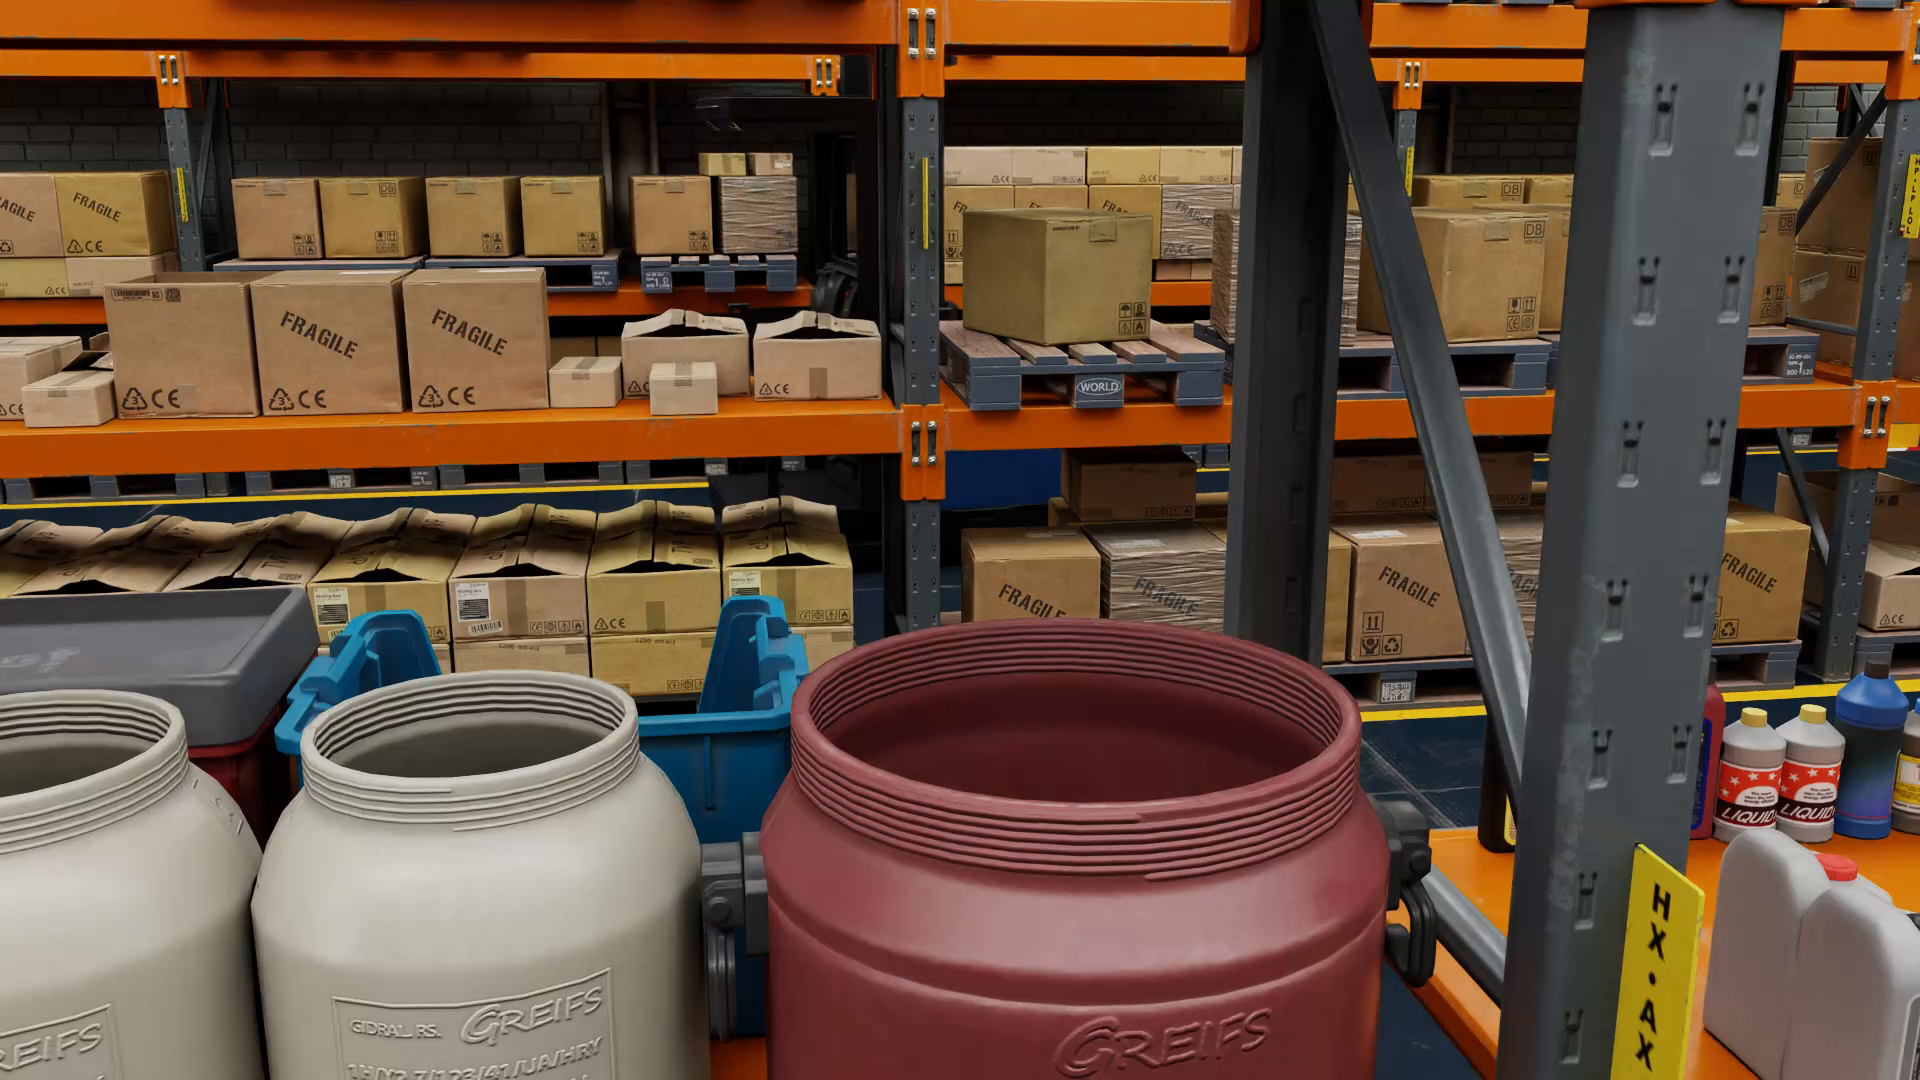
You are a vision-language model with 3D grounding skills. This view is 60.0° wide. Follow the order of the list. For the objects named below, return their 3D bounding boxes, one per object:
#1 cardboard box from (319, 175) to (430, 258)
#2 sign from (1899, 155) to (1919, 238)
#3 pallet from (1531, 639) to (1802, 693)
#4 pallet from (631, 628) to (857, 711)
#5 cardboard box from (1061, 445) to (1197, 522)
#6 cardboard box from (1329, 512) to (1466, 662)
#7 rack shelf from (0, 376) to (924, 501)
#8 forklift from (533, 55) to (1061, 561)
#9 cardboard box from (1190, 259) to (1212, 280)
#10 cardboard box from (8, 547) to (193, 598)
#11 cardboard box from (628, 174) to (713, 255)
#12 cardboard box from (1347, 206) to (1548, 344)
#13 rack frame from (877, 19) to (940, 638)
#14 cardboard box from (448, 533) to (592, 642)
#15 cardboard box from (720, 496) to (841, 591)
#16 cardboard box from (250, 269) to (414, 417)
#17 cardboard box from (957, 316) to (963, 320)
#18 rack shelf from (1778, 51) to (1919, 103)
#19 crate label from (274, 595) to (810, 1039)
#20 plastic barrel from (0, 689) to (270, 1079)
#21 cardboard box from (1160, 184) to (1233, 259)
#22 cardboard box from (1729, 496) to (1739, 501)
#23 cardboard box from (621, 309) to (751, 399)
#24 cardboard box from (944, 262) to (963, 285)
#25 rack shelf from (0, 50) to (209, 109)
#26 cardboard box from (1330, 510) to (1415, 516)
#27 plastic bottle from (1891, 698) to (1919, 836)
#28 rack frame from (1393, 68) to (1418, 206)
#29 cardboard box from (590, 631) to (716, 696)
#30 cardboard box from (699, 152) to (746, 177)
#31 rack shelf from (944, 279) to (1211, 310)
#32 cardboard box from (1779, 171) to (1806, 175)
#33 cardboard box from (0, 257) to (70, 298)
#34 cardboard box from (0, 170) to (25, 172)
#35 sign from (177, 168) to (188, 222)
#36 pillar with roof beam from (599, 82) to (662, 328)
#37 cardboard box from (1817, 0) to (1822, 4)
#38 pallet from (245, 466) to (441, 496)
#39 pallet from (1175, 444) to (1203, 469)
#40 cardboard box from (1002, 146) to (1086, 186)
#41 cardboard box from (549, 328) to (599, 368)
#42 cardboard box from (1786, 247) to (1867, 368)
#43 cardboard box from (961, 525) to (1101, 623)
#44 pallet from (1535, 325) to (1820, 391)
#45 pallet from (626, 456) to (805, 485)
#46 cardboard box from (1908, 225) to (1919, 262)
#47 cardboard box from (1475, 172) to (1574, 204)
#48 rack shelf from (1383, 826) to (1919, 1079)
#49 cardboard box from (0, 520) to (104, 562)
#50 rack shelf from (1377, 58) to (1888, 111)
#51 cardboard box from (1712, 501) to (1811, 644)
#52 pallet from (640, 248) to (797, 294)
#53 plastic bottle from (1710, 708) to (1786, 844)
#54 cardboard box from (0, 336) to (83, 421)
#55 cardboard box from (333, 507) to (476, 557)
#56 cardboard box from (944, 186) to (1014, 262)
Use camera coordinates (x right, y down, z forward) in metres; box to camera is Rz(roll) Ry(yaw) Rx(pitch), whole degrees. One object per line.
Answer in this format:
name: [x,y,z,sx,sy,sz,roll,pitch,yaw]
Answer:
cardboard box: [-3.848,-2.143,10.989,0.500,0.500,0.700,-1,14,-3]
sign: [3.828,-1.379,6.673,0.005,0.325,0.100,-2,14,-8]
pallet: [2.943,0.441,7.531,1.213,0.211,1.003,-2,14,-8]
pallet: [-1.033,0.568,7.025,1.213,0.211,1.003,-2,14,-8]
cardboard box: [0.732,-0.264,7.299,0.500,0.250,0.500,-2,14,-6]
cardboard box: [1.808,0.188,7.038,0.500,0.500,0.500,-3,14,-10]
rack shelf: [-2.191,-0.384,6.566,4.000,0.370,1.077,-2,14,-8]
forklift: [-0.875,-1.359,9.116,3.031,2.935,1.130,-4,15,-16]
cardboard box: [1.695,-1.919,11.684,0.250,0.149,0.380,-2,14,-8]
cardboard box: [-3.227,0.226,6.292,0.500,0.311,0.500,-2,14,-9]
cardboard box: [-1.967,-2.213,11.268,0.500,0.500,0.700,-3,14,-14]
cardboard box: [2.004,-1.124,6.967,0.500,0.500,0.700,-6,15,-23]
rack frame: [-0.213,-0.805,6.767,0.127,3.000,1.000,-2,14,-8]
cardboard box: [-1.707,0.169,6.519,0.500,0.311,0.500,-2,14,-9]
cardboard box: [-0.775,0.001,7.188,0.500,0.311,0.500,-2,14,-6]
cardboard box: [-2.391,-0.770,6.421,0.500,0.500,0.500,-2,14,-8]
cardboard box: [-0.208,-1.153,11.709,0.750,0.750,0.750,-2,14,-9]
rack shelf: [5.720,-2.129,7.357,4.000,0.370,1.077,-2,14,-8]
crate label: [-0.502,0.340,2.127,0.616,0.435,0.502,-2,14,-8]
plastic barrel: [-0.881,0.436,1.588,0.421,0.512,0.421,0,14,0]
cardboard box: [1.580,-2.230,11.589,0.500,0.500,0.500,-2,14,-8]
cardboard box: [3.227,0.008,7.760,0.500,0.500,0.500,-3,14,-11]
cardboard box: [-1.127,-0.776,6.835,0.500,0.311,0.500,-2,14,-9]
cardboard box: [-0.069,-1.837,11.357,0.250,0.149,0.380,-2,14,-7]
rack shelf: [-6.888,-2.885,10.374,4.000,0.370,1.077,-2,14,-8]
cardboard box: [1.706,0.064,7.534,0.500,0.500,0.500,-3,14,-10]
plastic bottle: [1.491,0.347,2.582,0.097,0.201,0.097,0,14,0]
rack frame: [3.000,-2.142,12.096,0.127,3.000,1.000,-2,14,-8]
cardboard box: [-1.206,0.422,6.663,0.500,0.250,0.500,-2,14,-9]
cardboard box: [-1.608,-2.538,11.234,0.250,0.149,0.380,-5,15,-18]
rack shelf: [1.023,-1.720,11.894,4.000,0.370,1.077,-2,14,-8]
cardboard box: [6.453,-2.411,12.554,0.700,0.700,0.980,-1,14,-6]
cardboard box: [-5.827,-1.683,10.532,0.500,0.250,0.500,-2,14,-8]
cardboard box: [-6.412,-2.151,10.859,0.500,0.500,0.500,-2,14,-7]
sign: [-4.822,-2.142,10.315,0.005,0.325,0.100,-2,14,-8]
pillar with roof beam: [-1.728,-4.032,7.301,0.400,9.000,9.100,-2,14,-8]
cardboard box: [5.757,-3.812,11.827,0.500,0.250,0.500,-3,14,-10]
pallet: [-4.141,-0.528,11.393,1.213,0.211,1.003,-2,14,-8]
pallet: [1.040,-0.698,12.072,1.213,0.211,1.003,-2,14,-8]
cardboard box: [0.558,-2.556,11.349,0.500,0.250,0.500,-2,14,-8]
cardboard box: [-2.740,-1.298,11.422,0.500,0.250,0.500,-2,14,-9]
cardboard box: [4.198,-1.079,7.651,0.500,0.500,0.500,-2,14,-7]
cardboard box: [0.279,0.246,6.809,0.500,0.500,0.500,-1,14,-6]
pallet: [2.936,-0.855,7.358,1.213,0.211,1.003,-2,14,-8]
pallet: [-1.728,-0.616,11.746,1.213,0.211,1.003,-2,14,-8]
cardboard box: [4.250,-1.433,7.010,0.500,0.500,0.500,-2,14,-7]
cardboard box: [4.262,-2.328,12.222,0.700,0.700,0.980,-2,14,-10]
rack shelf: [2.499,0.663,2.392,4.000,0.370,1.077,-2,14,-8]
cardboard box: [-3.811,0.114,6.738,0.500,0.311,0.500,-2,14,-8]
rack shelf: [4.978,-3.320,12.108,4.000,0.370,1.077,-2,14,-8]
cardboard box: [3.297,0.135,7.250,0.500,0.500,0.500,-2,14,-9]
pallet: [-1.644,-1.852,11.336,1.003,0.211,1.213,-2,14,-8]
plastic bottle: [1.202,0.357,2.540,0.097,0.201,0.097,0,14,0]
cardboard box: [-3.688,-0.616,6.320,0.500,0.250,0.500,-1,14,-5]
cardboard box: [-2.306,0.059,6.958,0.500,0.311,0.500,-2,14,-9]
cardboard box: [0.083,-2.172,11.359,0.500,0.500,0.500,-2,14,-6]
